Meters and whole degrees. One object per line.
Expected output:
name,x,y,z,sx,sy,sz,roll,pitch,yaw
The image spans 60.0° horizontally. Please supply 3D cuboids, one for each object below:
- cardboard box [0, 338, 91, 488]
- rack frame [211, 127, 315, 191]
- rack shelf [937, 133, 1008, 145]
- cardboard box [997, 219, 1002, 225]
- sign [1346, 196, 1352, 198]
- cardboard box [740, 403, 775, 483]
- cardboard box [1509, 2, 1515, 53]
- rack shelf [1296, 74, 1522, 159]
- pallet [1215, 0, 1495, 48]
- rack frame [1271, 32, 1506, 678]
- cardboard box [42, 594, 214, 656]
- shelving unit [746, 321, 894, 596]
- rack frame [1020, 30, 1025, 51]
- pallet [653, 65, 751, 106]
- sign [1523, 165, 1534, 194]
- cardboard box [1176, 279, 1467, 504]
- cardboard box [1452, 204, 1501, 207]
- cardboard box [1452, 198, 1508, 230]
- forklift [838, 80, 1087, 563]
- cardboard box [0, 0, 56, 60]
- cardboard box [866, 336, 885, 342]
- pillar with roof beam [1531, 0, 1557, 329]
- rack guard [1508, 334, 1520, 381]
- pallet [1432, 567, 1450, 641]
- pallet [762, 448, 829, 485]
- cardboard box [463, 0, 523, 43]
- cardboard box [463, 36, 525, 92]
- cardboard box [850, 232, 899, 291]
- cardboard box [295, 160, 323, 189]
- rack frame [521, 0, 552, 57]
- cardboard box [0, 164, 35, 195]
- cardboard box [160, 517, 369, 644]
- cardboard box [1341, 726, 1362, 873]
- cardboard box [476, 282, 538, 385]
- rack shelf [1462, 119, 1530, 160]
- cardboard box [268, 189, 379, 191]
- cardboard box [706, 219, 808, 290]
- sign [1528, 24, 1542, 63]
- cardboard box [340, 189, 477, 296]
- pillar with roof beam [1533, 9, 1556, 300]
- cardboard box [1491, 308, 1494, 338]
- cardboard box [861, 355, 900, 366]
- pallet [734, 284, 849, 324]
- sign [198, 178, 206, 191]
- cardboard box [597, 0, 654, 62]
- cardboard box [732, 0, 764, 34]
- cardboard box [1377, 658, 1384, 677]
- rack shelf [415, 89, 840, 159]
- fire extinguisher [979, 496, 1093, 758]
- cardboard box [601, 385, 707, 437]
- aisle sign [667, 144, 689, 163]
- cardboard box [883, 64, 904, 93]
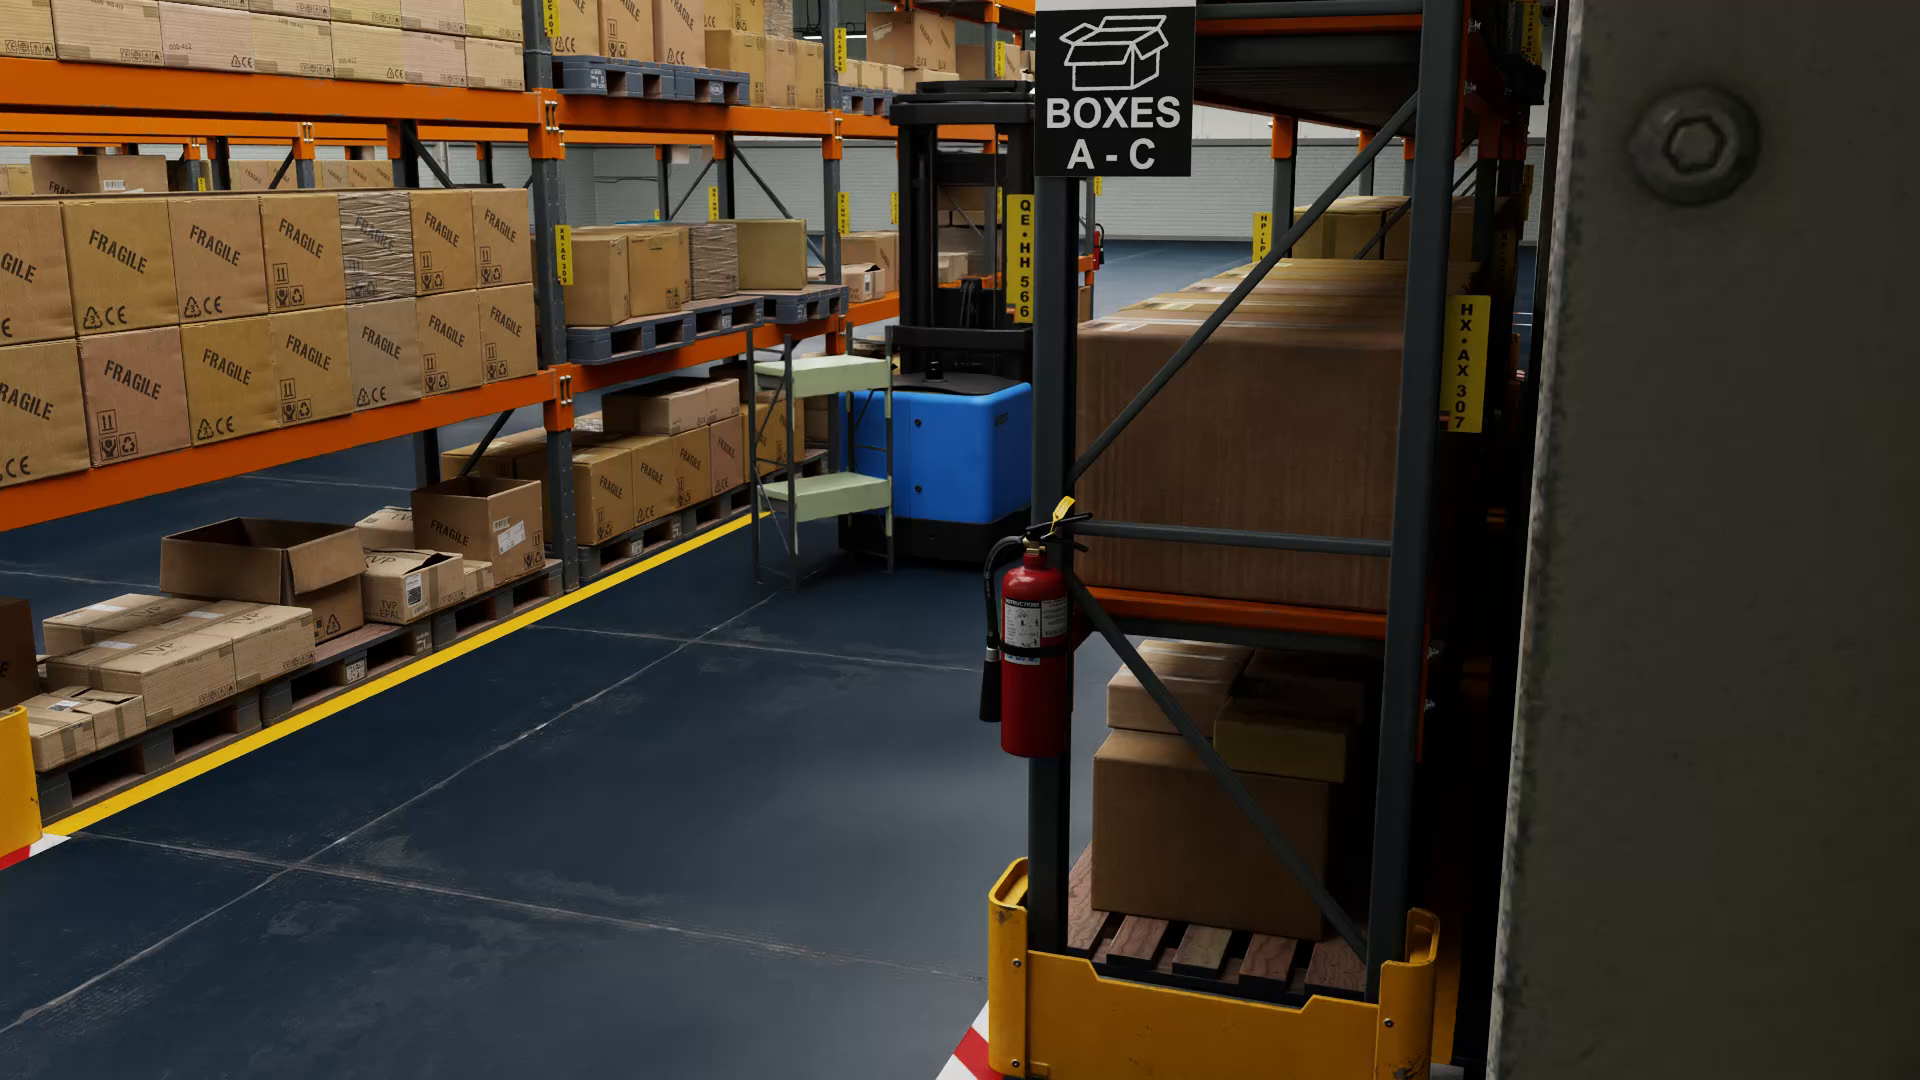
cardboard box,-3.618,-0.478,6.118,0.500,0.500,0.500,5,14,20
rack frame,-6.109,-2.397,14.749,1.000,3.000,0.127,4,14,18
rack shelf,0.518,-4.415,18.464,1.077,0.370,4.000,4,14,18
cardboard box,0.223,-3.342,17.208,0.380,0.149,0.250,5,14,19
sign,2.749,-2.247,11.667,0.100,0.325,0.005,4,14,18
cardboard box,-1.671,-0.713,11.998,0.500,0.500,0.500,4,13,16
cardboard box,3.041,-3.188,10.259,0.700,0.500,0.500,4,13,15
rack shelf,2.618,-2.374,9.525,1.077,0.370,4.000,4,14,18
pallet,1.300,-1.833,5.737,1.003,0.211,1.213,4,14,18
rack frame,1.971,-0.842,7.934,1.000,3.000,0.127,4,14,18
cardboard box,-3.733,0.441,7.507,0.500,0.250,0.500,4,14,18
shelving unit,-0.813,-0.499,9.803,0.755,1.500,0.431,-11,17,-41
rack frame,1.166,-6.649,19.896,1.000,3.000,0.127,4,14,18
pallet,-2.107,-2.919,10.718,1.213,0.211,1.003,4,14,18
sign,6.373,-4.043,18.646,0.100,0.325,0.005,4,14,18
cardboard box,1.313,-0.568,6.060,0.980,0.700,0.700,4,13,16
cardboard box,2.687,-1.705,9.095,0.500,0.250,0.500,4,13,17
cardboard box,3.193,-2.030,10.517,0.500,0.250,0.500,4,13,17
forklift,0.251,-1.572,11.286,1.130,2.935,3.031,5,14,21
cardboard box,-3.604,-1.834,5.880,0.500,0.250,0.500,4,14,18
cardboard box,-0.665,-1.845,16.307,0.500,0.311,0.500,4,14,18
pillar with roof beam,4.314,-7.657,24.311,9.100,9.000,0.400,4,14,18
rack guard,5.829,-2.134,19.212,1.175,0.500,0.348,4,14,18
pallet,2.150,0.350,8.980,1.003,0.211,1.213,4,14,18
pallet,-1.700,-0.526,12.817,1.003,0.211,1.213,4,14,18
cardboard box,-2.617,-2.709,8.586,0.500,0.250,0.500,4,14,18
cardboard box,-2.623,-2.465,8.644,0.500,0.250,0.500,4,14,18
cardboard box,-0.725,-2.554,15.211,0.500,0.500,0.500,4,14,18
cardboard box,-8.641,-4.670,21.569,0.500,0.500,0.500,4,14,18
rack frame,-2.717,-4.122,8.826,1.000,3.000,0.127,4,14,18
cardboard box,-13.473,-4.989,23.342,0.875,0.550,0.500,4,14,18
cardboard box,-3.320,0.201,7.987,0.797,0.503,0.637,4,14,18
cardboard box,0.971,0.755,5.615,0.700,0.500,0.500,4,14,18
cardboard box,-2.636,-1.122,8.940,0.500,0.500,0.500,5,14,19
rack shelf,5.207,-4.059,16.905,1.077,0.370,4.000,4,14,18
cardboard box,-3.302,-1.546,8.549,0.500,0.500,0.500,4,13,17
cardboard box,-1.520,-2.152,12.509,0.700,0.500,0.500,0,13,-1
sign,5.086,-4.393,14.707,0.100,0.325,0.005,4,14,18
cardboard box,-2.799,-1.500,8.349,0.500,0.500,0.500,4,13,17
pillar with roof beam,6.255,-8.920,29.846,9.100,9.000,0.400,4,14,18
cardboard box,2.687,-1.340,9.179,0.500,0.500,0.500,4,13,17
cardboard box,-0.646,-1.485,14.728,0.500,0.311,0.500,4,13,17
pallet,-1.576,-1.798,12.557,1.213,0.211,1.003,4,14,18
sign,-8.975,-4.121,19.701,0.100,0.325,0.005,4,14,18
cardboard box,-2.290,-3.205,10.156,0.600,0.600,0.600,4,14,18
cardboard box,-1.735,-3.839,11.856,0.500,0.500,0.500,4,14,18
cardboard box,1.284,0.371,5.836,0.380,0.149,0.250,5,14,19
rack shelf,-2.070,-2.730,11.085,1.077,0.370,4.000,4,14,18
fire extinguisher,0.192,0.219,4.301,0.296,0.674,0.183,4,14,18
cardboard box,-2.006,-0.854,10.931,0.500,0.250,0.500,4,14,19
aisle sign,-3.774,-5.385,21.999,0.394,0.787,0.004,4,14,18
cardboard box,-0.805,-4.078,14.765,0.500,0.250,0.500,3,13,14
